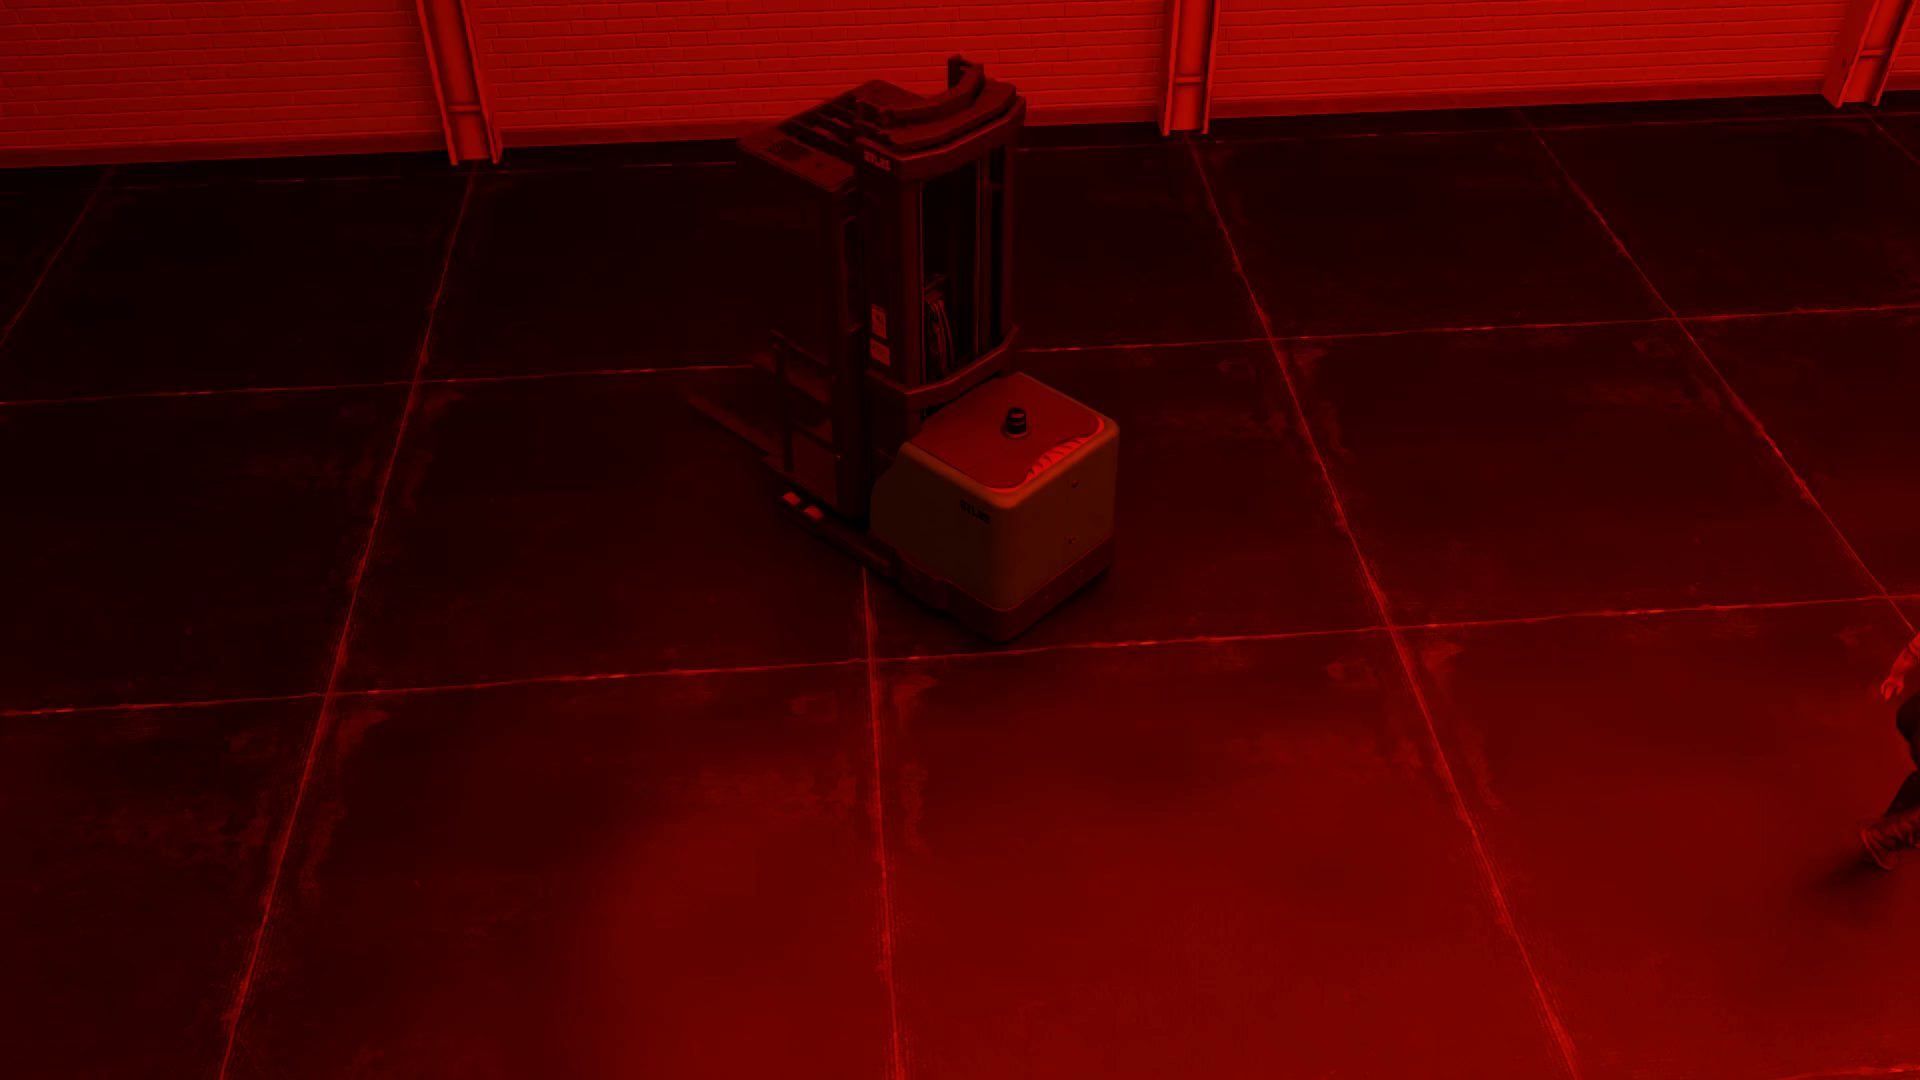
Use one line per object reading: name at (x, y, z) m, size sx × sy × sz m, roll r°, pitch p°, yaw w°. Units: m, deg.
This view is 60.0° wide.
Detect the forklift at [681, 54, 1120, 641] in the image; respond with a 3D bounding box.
forklift at (-0.507, -1.378, 9.549) m, size 3.031 × 2.935 × 1.130 m, roll 31°, pitch 50°, yaw 31°

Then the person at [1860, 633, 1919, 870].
person at (4.699, 0.902, 7.913) m, size 0.530 × 1.604 × 0.649 m, roll 3°, pitch 41°, yaw 3°
